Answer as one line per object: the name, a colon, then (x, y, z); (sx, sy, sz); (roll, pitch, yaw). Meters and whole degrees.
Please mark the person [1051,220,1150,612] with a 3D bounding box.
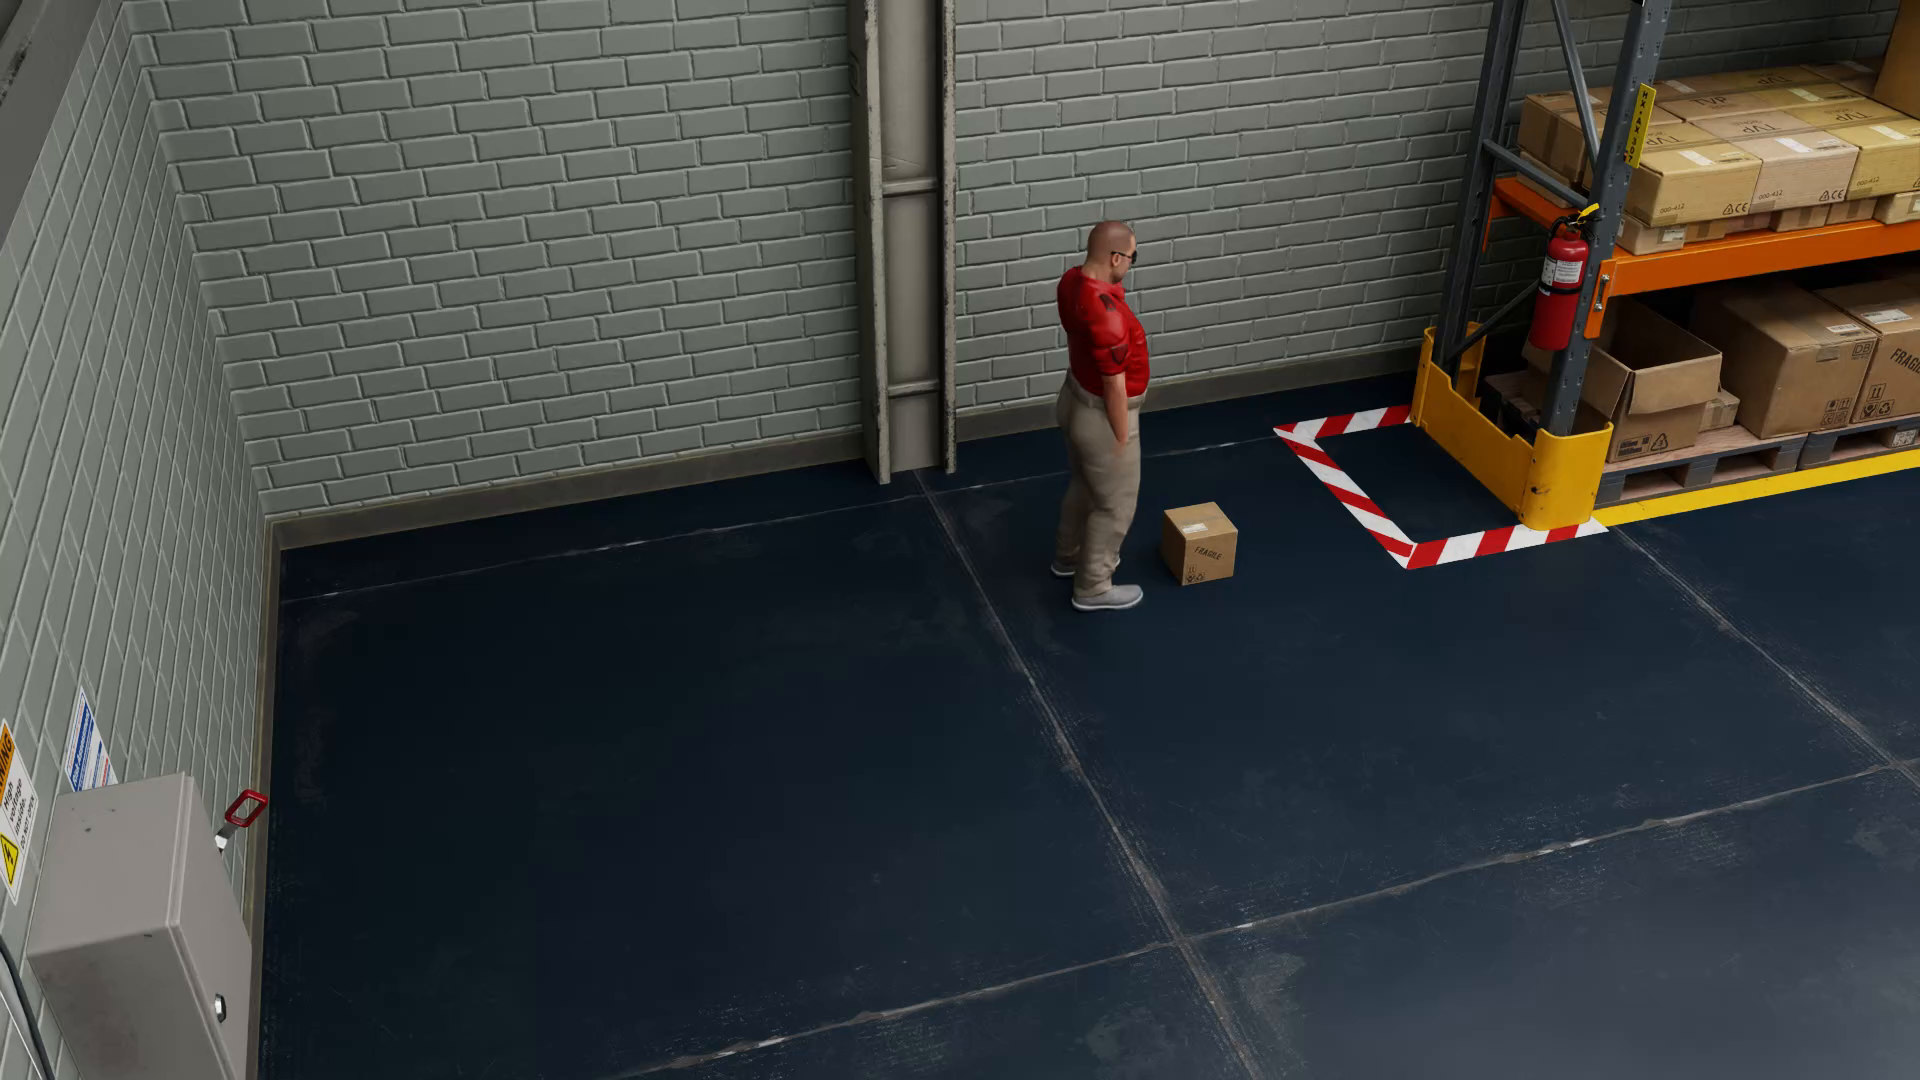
person: (0.593, -0.523, 6.955); (0.358, 1.720, 0.531); (-9, 35, -14)
